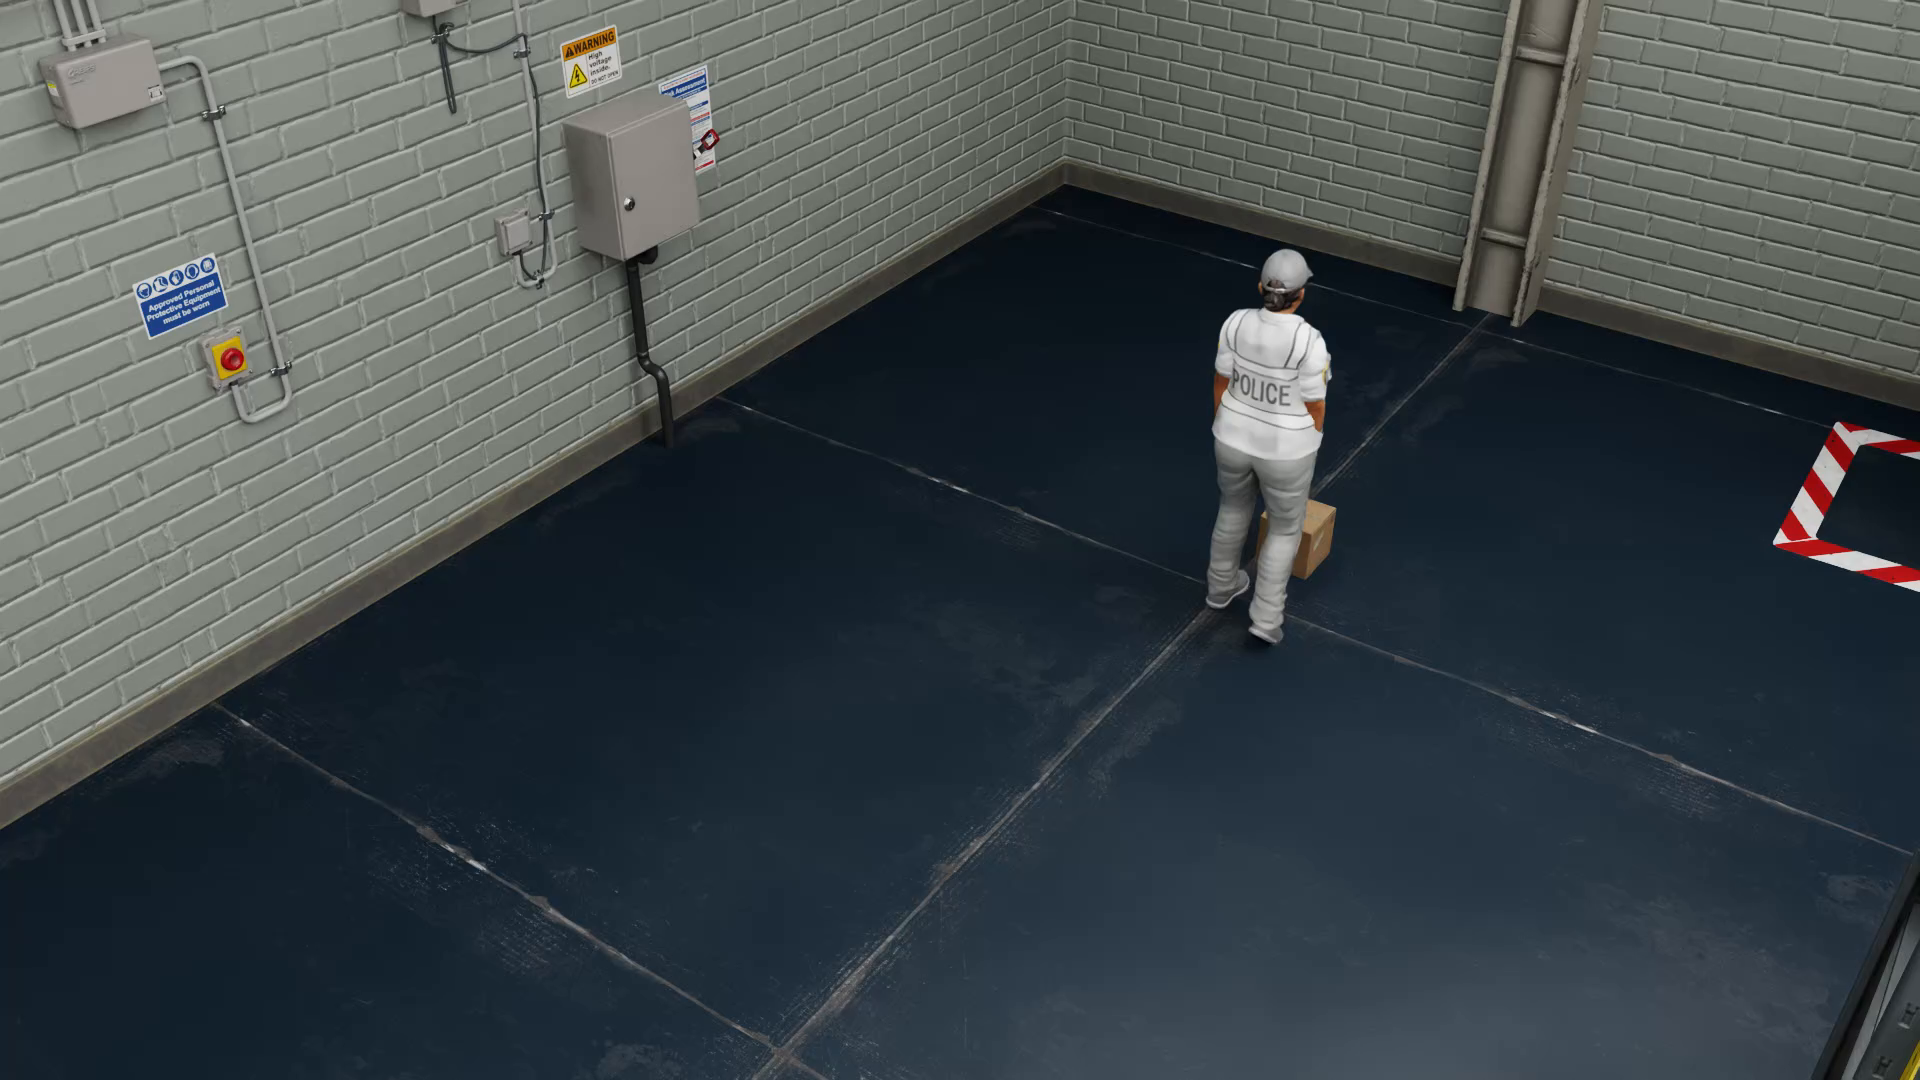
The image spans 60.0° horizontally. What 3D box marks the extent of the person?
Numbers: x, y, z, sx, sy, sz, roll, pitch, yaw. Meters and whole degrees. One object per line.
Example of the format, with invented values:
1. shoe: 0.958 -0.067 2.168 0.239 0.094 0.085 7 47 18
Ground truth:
1. person: 1.224 -0.335 6.730 0.481 1.777 0.428 22 40 29
